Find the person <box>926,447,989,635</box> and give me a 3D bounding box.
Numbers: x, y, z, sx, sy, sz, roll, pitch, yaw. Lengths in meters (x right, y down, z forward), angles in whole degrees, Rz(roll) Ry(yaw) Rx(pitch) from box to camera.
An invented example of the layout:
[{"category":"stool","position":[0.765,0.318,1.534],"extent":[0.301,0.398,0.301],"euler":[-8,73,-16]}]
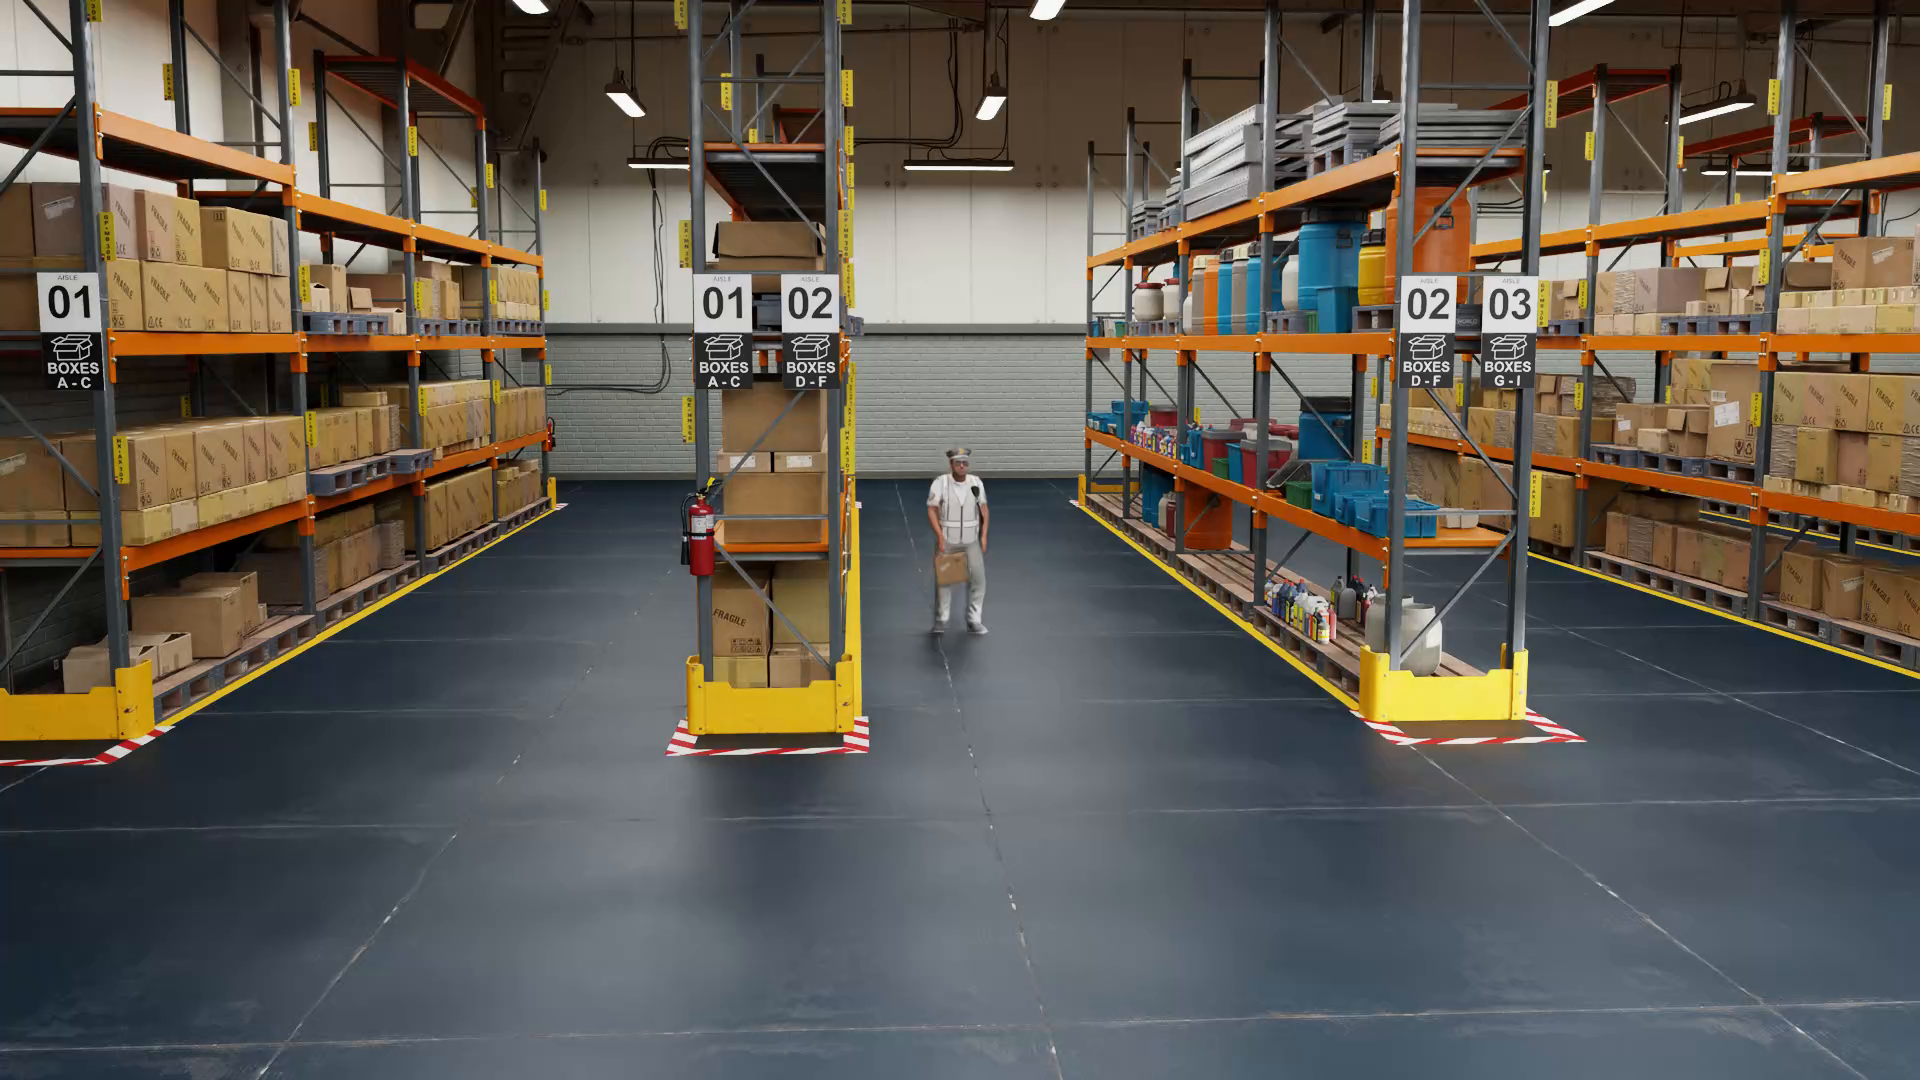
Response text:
[{"category":"person","position":[-0.011,0.002,15.649],"extent":[0.609,1.763,0.521],"euler":[-1,7,-12]}]
